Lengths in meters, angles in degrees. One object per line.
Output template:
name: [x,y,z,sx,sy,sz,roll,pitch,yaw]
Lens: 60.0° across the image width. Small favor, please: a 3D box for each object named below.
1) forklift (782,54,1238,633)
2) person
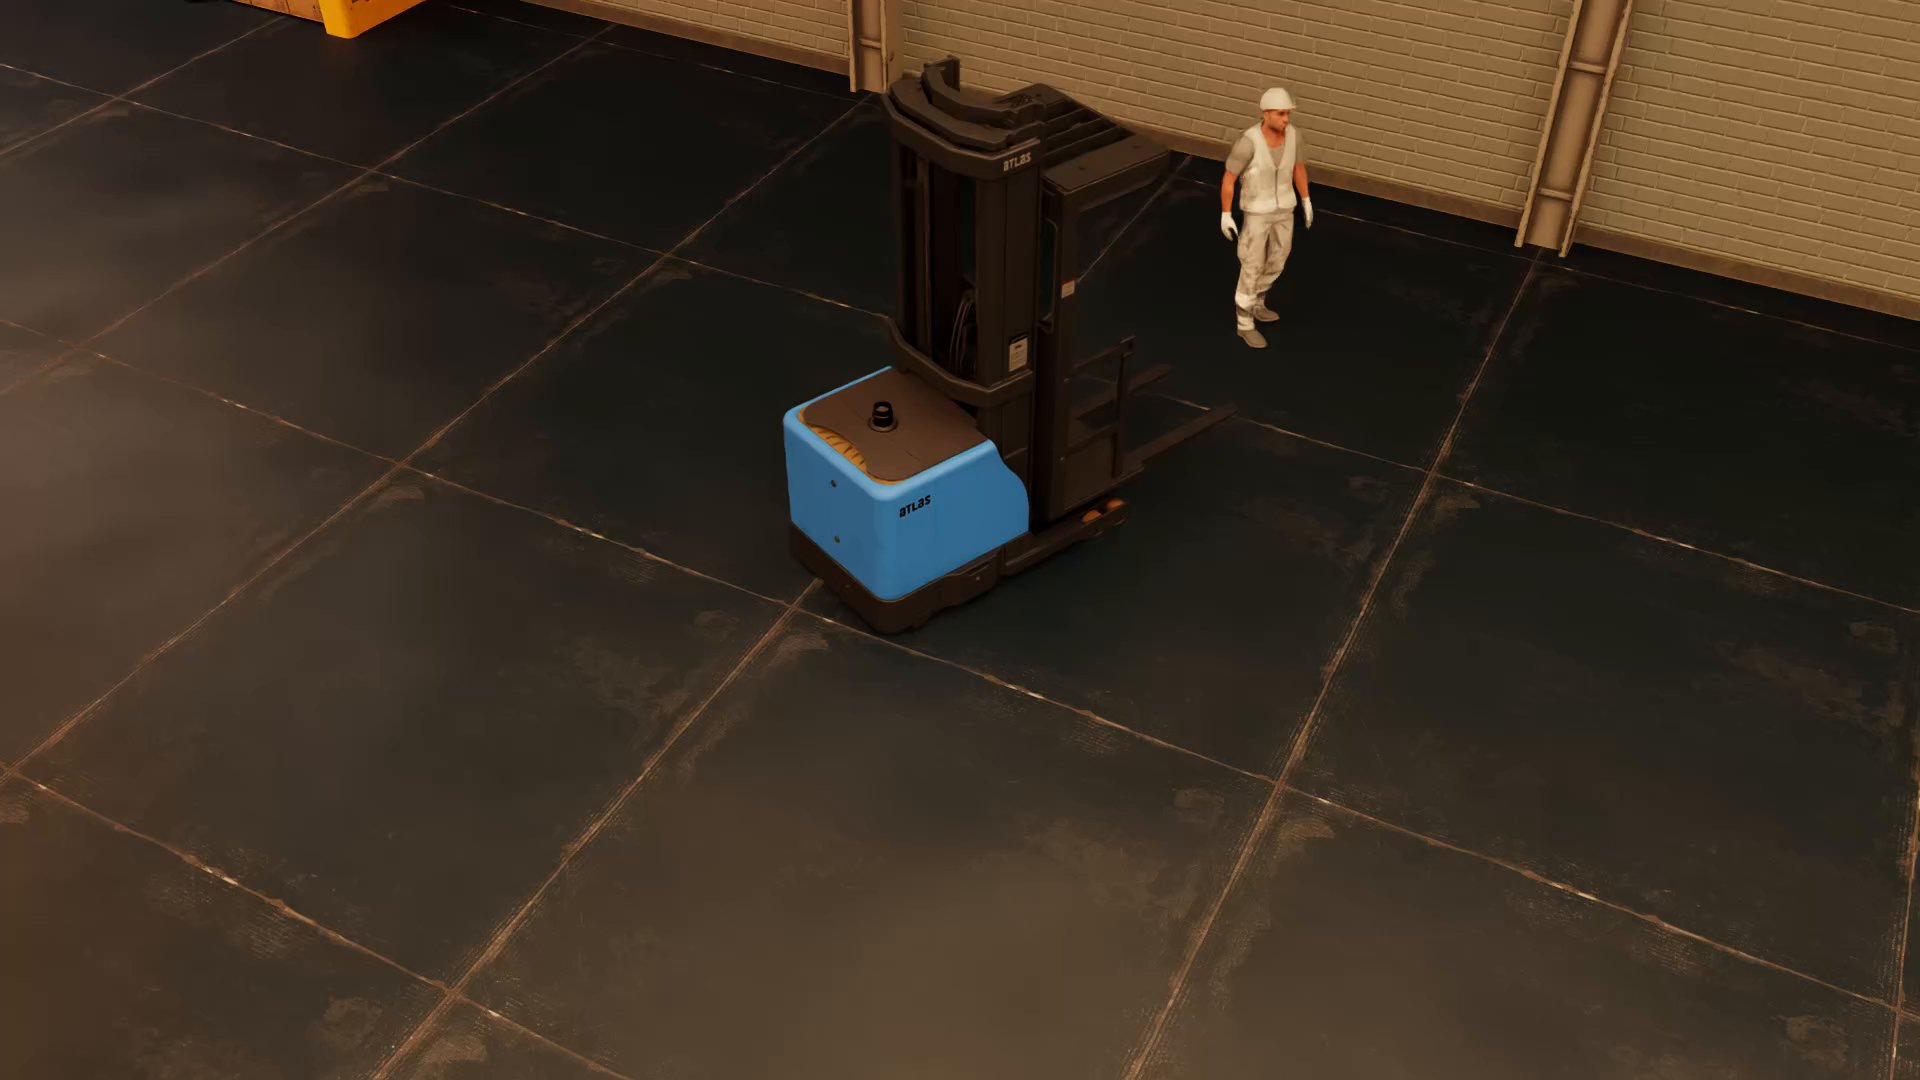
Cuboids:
forklift: [0.440,-1.378,9.622,3.031,2.935,1.130,-27,47,-29]
person: [2.171,-2.237,11.558,0.685,1.770,0.635,-13,42,-15]
